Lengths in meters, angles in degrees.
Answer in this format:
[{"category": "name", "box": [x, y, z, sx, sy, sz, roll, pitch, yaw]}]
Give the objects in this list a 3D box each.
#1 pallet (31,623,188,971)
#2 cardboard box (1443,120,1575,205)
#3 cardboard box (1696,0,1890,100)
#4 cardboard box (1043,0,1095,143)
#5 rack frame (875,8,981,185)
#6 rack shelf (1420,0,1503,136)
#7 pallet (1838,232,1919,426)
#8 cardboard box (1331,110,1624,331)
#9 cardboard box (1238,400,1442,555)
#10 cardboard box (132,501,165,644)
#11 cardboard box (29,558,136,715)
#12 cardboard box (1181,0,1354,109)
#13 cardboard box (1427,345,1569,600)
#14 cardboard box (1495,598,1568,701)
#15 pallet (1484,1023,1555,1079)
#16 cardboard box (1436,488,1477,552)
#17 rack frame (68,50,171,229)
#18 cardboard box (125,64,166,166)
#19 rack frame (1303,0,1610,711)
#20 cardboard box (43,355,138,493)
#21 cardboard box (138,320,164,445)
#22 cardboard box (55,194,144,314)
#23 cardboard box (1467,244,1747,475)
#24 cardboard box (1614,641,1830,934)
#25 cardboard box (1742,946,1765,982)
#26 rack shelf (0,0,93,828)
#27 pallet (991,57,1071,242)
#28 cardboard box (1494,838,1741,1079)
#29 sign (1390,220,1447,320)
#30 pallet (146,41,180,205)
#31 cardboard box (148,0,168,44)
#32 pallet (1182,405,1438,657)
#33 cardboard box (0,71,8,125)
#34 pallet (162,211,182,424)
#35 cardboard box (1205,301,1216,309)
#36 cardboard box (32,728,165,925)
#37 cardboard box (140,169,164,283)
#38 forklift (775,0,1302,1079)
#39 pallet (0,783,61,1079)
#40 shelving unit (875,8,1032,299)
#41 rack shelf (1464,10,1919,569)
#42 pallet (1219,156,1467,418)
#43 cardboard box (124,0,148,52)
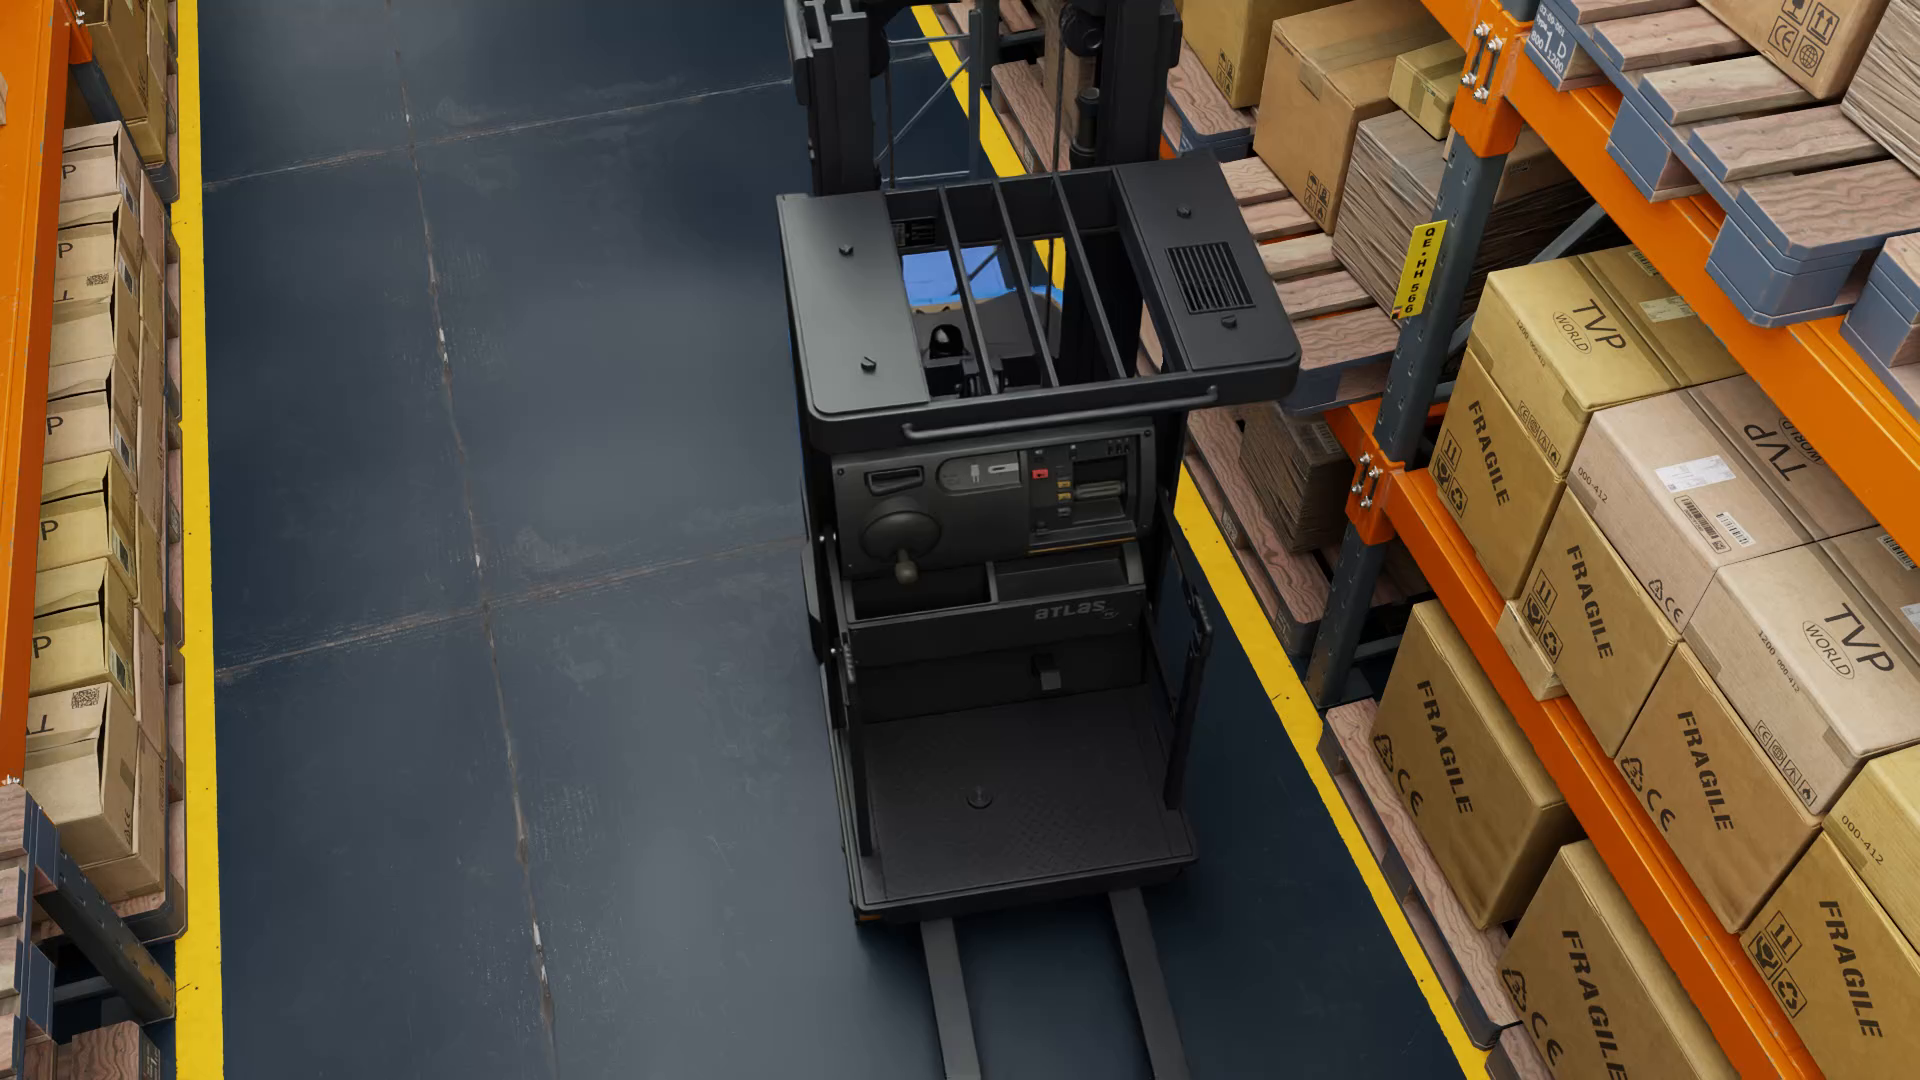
[{"category": "pallet", "box": [-3.184, 0.905, 5.639, 1.003, 0.211, 1.213, -13, 51, -11]}, {"category": "cardboard box", "box": [1.623, -1.135, 4.757, 0.380, 0.149, 0.250, -19, 53, -16]}, {"category": "cardboard box", "box": [1.949, -1.313, 3.370, 0.700, 0.500, 0.500, -17, 52, -14]}, {"category": "cardboard box", "box": [0.804, -2.231, 7.805, 0.700, 0.500, 0.500, -12, 51, -10]}, {"category": "rack frame", "box": [-0.169, -1.476, 6.803, 0.500, 1.500, 0.032, -8, 50, -6]}, {"category": "rack shelf", "box": [1.162, -2.702, 5.365, 1.077, 0.370, 4.000, -13, 51, -11]}, {"category": "pallet", "box": [2.328, -0.138, 2.856, 1.003, 0.211, 1.213, -11, 51, -9]}, {"category": "cardboard box", "box": [1.605, -1.022, 5.086, 0.700, 0.500, 0.500, -19, 52, -15]}, {"category": "cardboard box", "box": [1.491, -0.357, 6.226, 0.700, 0.500, 0.500, -13, 51, -10]}, {"category": "cardboard box", "box": [-3.161, 0.173, 5.956, 0.500, 0.250, 0.500, -15, 51, -12]}, {"category": "cardboard box", "box": [-3.015, 0.355, 5.435, 0.500, 0.311, 0.500, -14, 51, -12]}, {"category": "cardboard box", "box": [1.215, -1.927, 5.849, 0.700, 0.500, 0.500, -13, 51, -11]}, {"category": "cardboard box", "box": [1.653, -0.229, 4.498, 0.500, 0.500, 0.500, -12, 51, -10]}, {"category": "cardboard box", "box": [1.694, 0.260, 4.510, 0.380, 0.149, 0.250, -12, 51, -10]}, {"category": "pallet", "box": [2.272, 1.874, 4.821, 1.003, 0.211, 1.213, -13, 51, -11]}, {"category": "cardboard box", "box": [1.630, -0.139, 4.847, 0.380, 0.149, 0.250, -14, 51, -12]}, {"category": "rack frame", "box": [-4.160, -2.305, 6.521, 1.000, 3.000, 0.127, -13, 51, -11]}, {"category": "cardboard box", "box": [-4.008, -1.962, 7.755, 0.500, 0.250, 0.500, -13, 51, -11]}, {"category": "rack frame", "box": [1.753, -0.507, 5.005, 1.000, 3.000, 0.127, -13, 51, -11]}, {"category": "cardboard box", "box": [-3.317, -0.393, 6.066, 0.500, 0.311, 0.500, -14, 51, -11]}, {"category": "cardboard box", "box": [-3.461, -0.574, 6.585, 0.500, 0.250, 0.500, -12, 51, -10]}, {"category": "cardboard box", "box": [-3.607, -1.126, 6.684, 0.500, 0.311, 0.500, -12, 51, -10]}, {"category": "cardboard box", "box": [1.650, -0.472, 4.212, 0.500, 0.250, 0.500, -12, 51, -10]}, {"category": "cardboard box", "box": [1.944, 0.519, 3.868, 0.500, 0.500, 0.500, -14, 51, -11]}, {"category": "cardboard box", "box": [2.094, 0.978, 3.904, 0.380, 0.149, 0.250, -13, 51, -11]}, {"category": "rack shelf", "box": [-3.569, -0.613, 5.565, 1.077, 0.370, 4.000, -13, 51, -11]}, {"category": "pallet", "box": [0.802, -1.961, 8.055, 1.003, 0.211, 1.213, -13, 51, -11]}, {"category": "cardboard box", "box": [2.099, 1.259, 4.648, 0.750, 0.750, 0.750, -14, 51, -11]}, {"category": "sign", "box": [1.238, -0.725, 4.483, 0.100, 0.325, 0.005, -13, 51, -11]}, {"category": "pallet", "box": [-4.356, -1.997, 8.085, 1.003, 0.211, 1.213, -13, 51, -11]}, {"category": "cardboard box", "box": [-4.294, -2.694, 8.373, 0.500, 0.250, 0.500, -13, 51, -11]}, {"category": "pallet", "box": [1.524, -0.179, 6.553, 1.003, 0.211, 1.213, -13, 51, -11]}, {"category": "cardboard box", "box": [-3.725, -1.662, 6.066, 0.396, 0.266, 0.258, -14, 51, -12]}, {"category": "pallet", "box": [-3.905, -0.877, 7.141, 1.003, 0.211, 1.213, -13, 51, -11]}, {"category": "cardboard box", "box": [1.275, -1.116, 6.866, 0.700, 0.500, 0.500, -14, 51, -11]}, {"category": "cardboard box", "box": [-2.852, 0.918, 5.328, 0.500, 0.250, 0.500, -13, 51, -11]}, {"category": "cardboard box", "box": [-3.761, -1.317, 7.212, 0.500, 0.250, 0.500, -14, 51, -11]}, {"category": "forklift", "box": [0.143, -0.002, 4.624, 1.130, 2.935, 3.031, -8, 50, -6]}, {"category": "pallet", "box": [-2.710, 1.157, 3.728, 1.213, 0.211, 1.003, -13, 51, -11]}, {"category": "shelving unit", "box": [-0.083, -1.093, 6.481, 0.538, 1.500, 1.048, -8, 50, -6]}, {"category": "rack shelf", "box": [2.345, 0.219, 2.902, 1.077, 0.370, 4.000, -13, 51, -11]}, {"category": "pallet", "box": [1.441, -0.941, 5.497, 1.213, 0.211, 1.003, -13, 51, -11]}, {"category": "cardboard box", "box": [-4.154, -2.569, 7.777, 0.500, 0.500, 0.500, -13, 51, -11]}]
